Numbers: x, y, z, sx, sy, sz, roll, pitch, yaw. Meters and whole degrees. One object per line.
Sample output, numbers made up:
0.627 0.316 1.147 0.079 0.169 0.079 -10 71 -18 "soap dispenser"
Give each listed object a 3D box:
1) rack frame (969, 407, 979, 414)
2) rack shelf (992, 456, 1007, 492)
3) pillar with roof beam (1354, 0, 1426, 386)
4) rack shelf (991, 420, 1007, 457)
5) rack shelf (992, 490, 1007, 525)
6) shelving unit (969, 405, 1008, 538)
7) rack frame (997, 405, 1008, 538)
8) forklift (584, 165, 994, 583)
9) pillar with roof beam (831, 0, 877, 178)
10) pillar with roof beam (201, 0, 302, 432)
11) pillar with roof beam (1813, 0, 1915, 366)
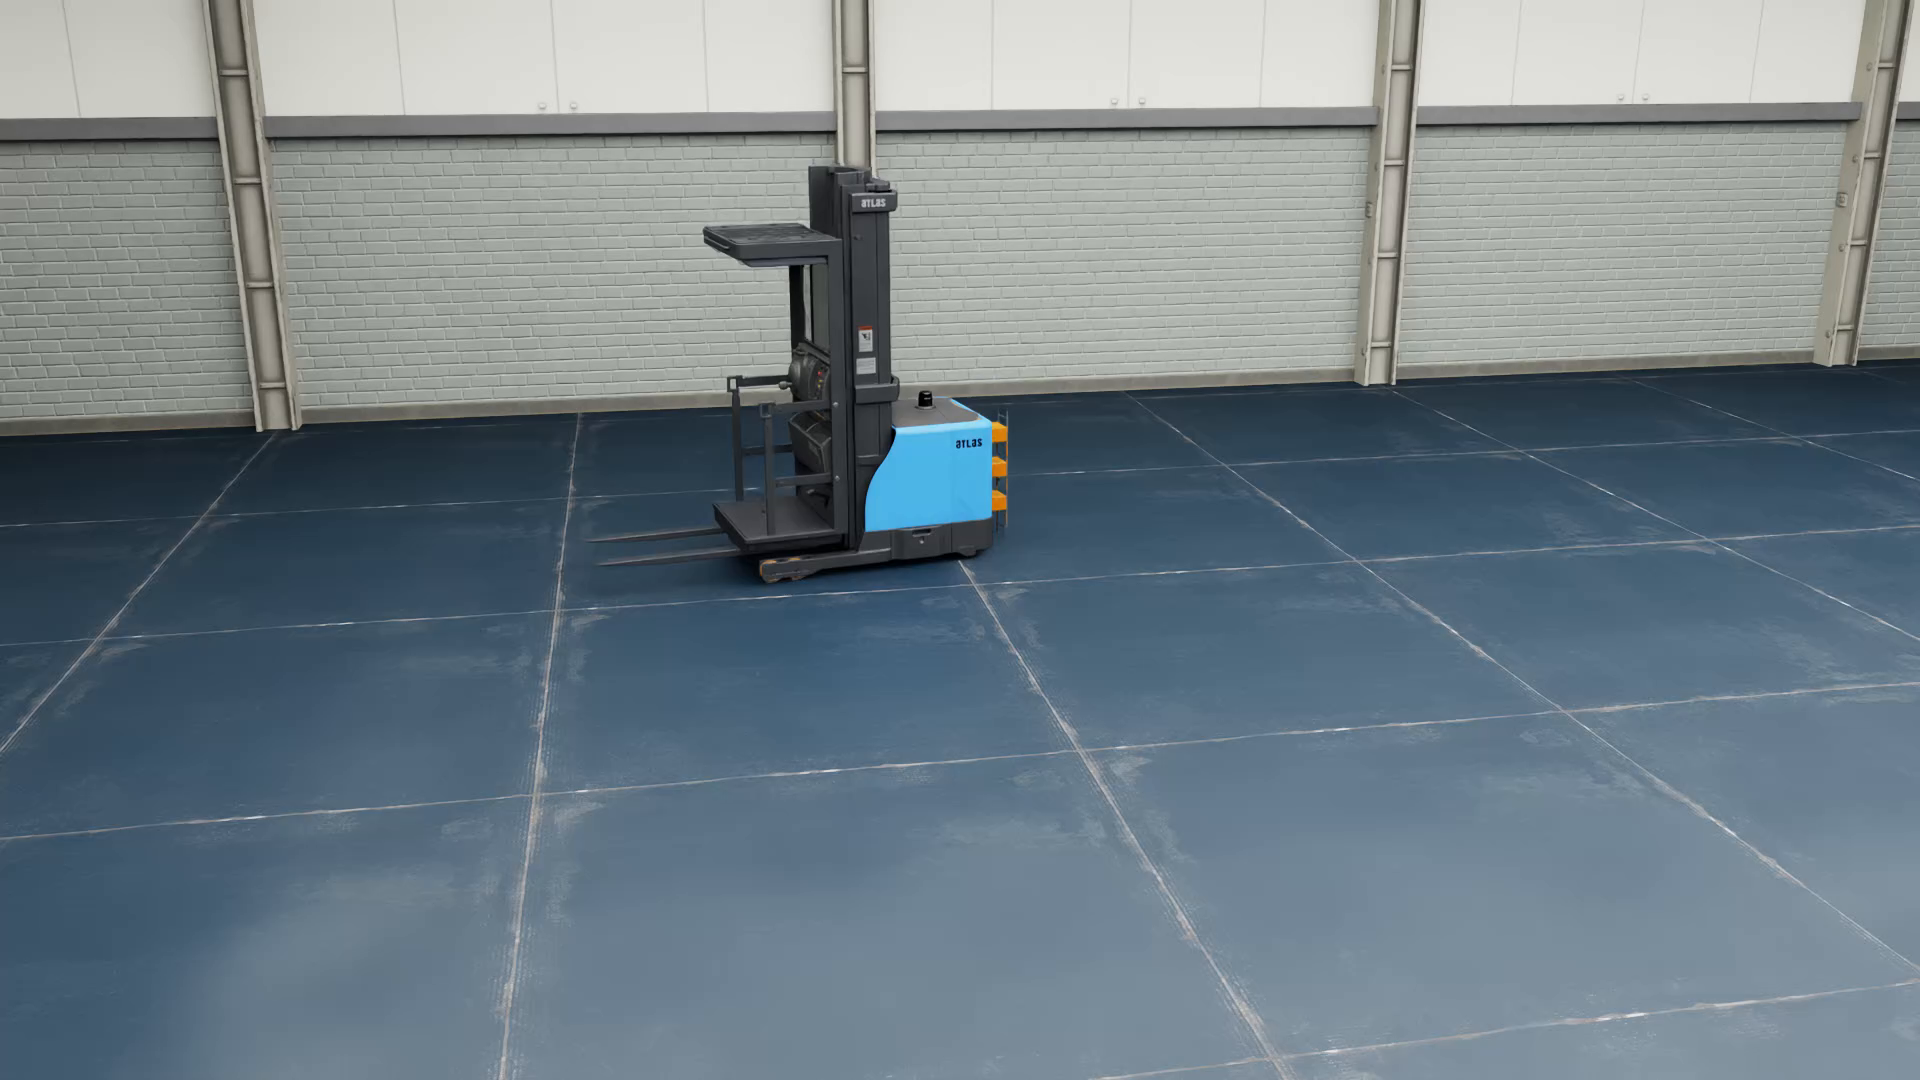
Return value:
0.111 -0.523 13.225 0.008 1.050 0.200 -6 18 -20 "rack frame"
0.225 -0.525 13.270 0.240 0.259 0.215 -6 18 -20 "rack shelf"
5.613 -4.885 13.891 0.400 9.000 9.100 -3 17 -10 "pillar with roof beam"
0.225 -0.797 13.187 0.240 0.259 0.215 -6 18 -20 "rack shelf"
0.225 -0.260 13.351 0.240 0.259 0.215 -6 18 -20 "rack shelf"
0.225 -0.535 13.267 0.252 1.050 0.215 -6 18 -20 "shelving unit"
0.339 -0.548 13.308 0.008 1.050 0.200 -6 18 -20 "rack frame"
-1.311 -1.260 12.421 3.031 2.935 1.130 -6 18 -20 "forklift"
-0.278 -4.551 12.803 0.400 9.000 9.100 -3 17 -10 "pillar with roof beam"
-6.169 -4.217 11.715 0.400 9.000 9.100 -3 17 -10 "pillar with roof beam"
11.504 -5.220 14.979 0.400 9.000 9.100 -3 17 -10 "pillar with roof beam"
